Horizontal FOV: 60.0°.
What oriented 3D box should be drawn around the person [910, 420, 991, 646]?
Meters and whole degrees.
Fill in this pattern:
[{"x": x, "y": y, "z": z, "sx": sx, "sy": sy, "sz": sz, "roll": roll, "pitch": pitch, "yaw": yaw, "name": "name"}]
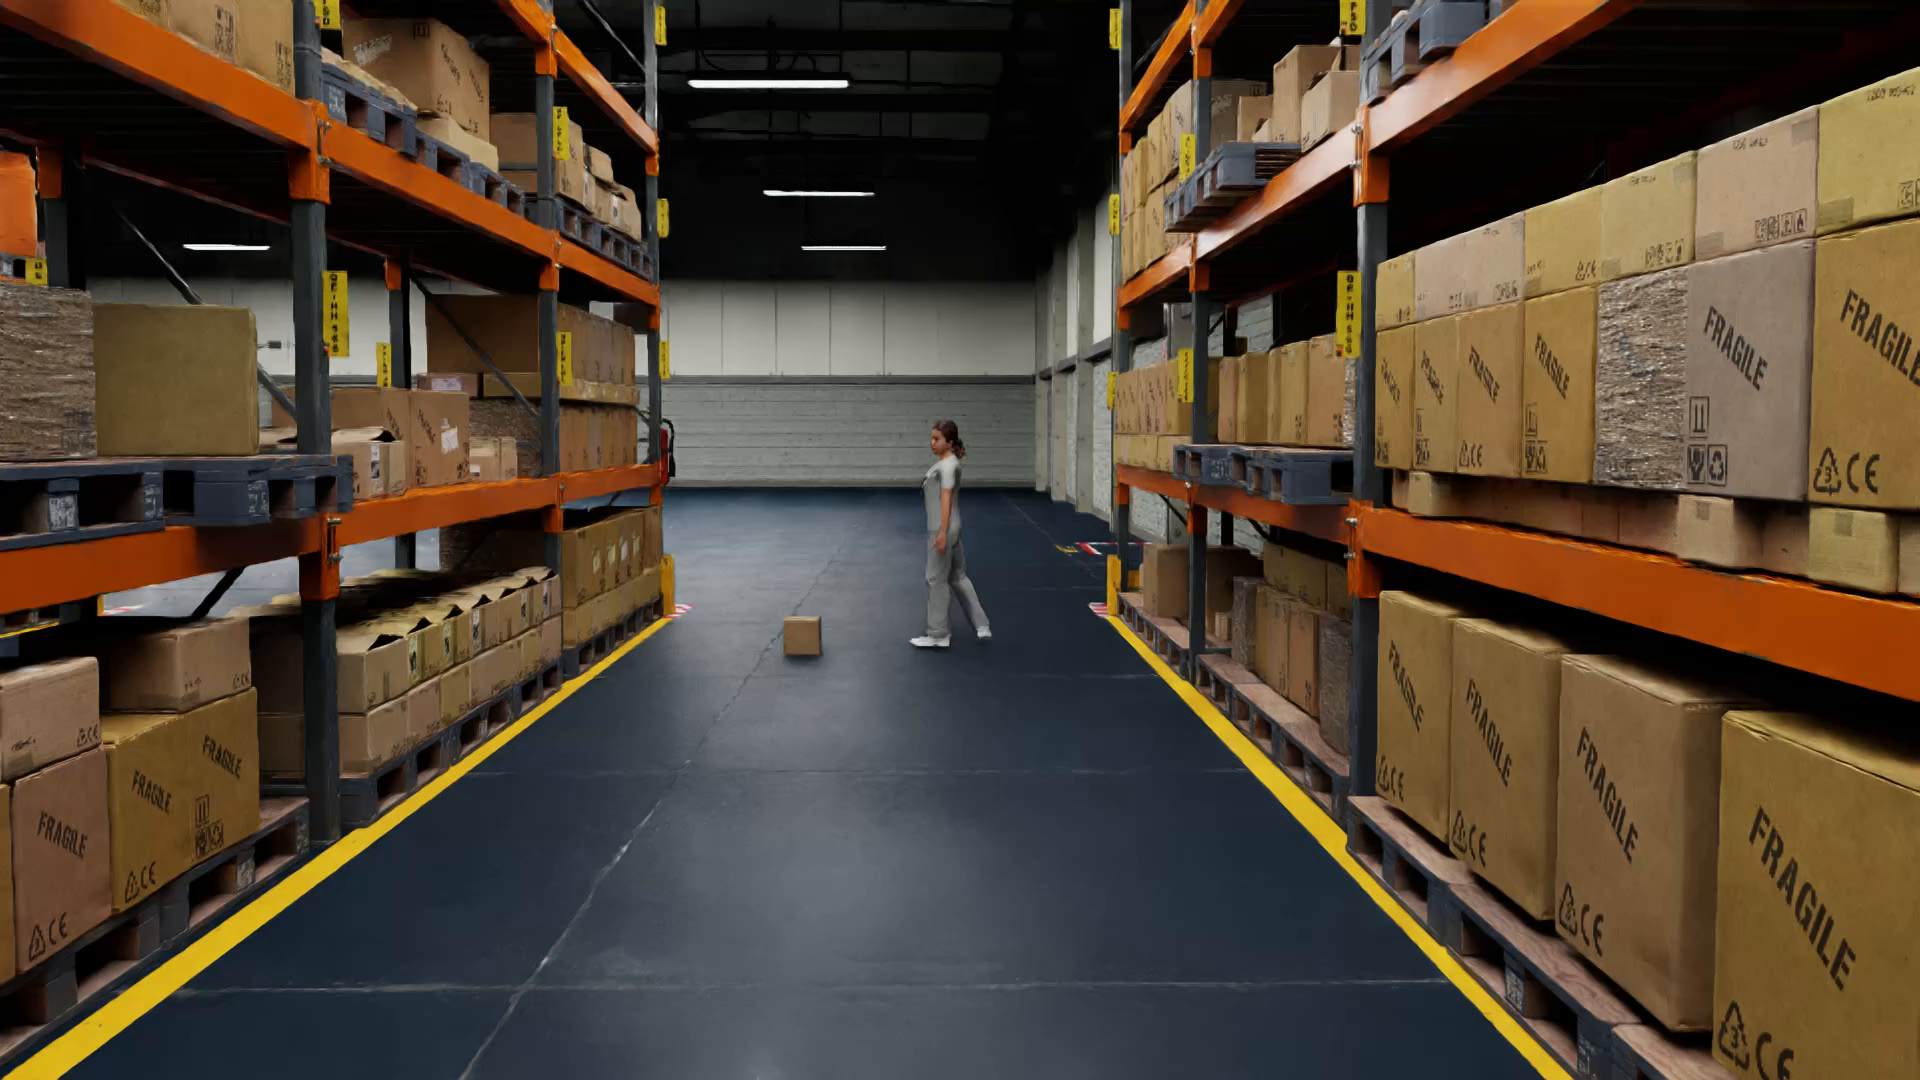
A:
[{"x": -0.066, "y": -0.052, "z": 12.284, "sx": 0.570, "sy": 1.667, "sz": 0.646, "roll": 0, "pitch": 4, "yaw": 5, "name": "person"}]
